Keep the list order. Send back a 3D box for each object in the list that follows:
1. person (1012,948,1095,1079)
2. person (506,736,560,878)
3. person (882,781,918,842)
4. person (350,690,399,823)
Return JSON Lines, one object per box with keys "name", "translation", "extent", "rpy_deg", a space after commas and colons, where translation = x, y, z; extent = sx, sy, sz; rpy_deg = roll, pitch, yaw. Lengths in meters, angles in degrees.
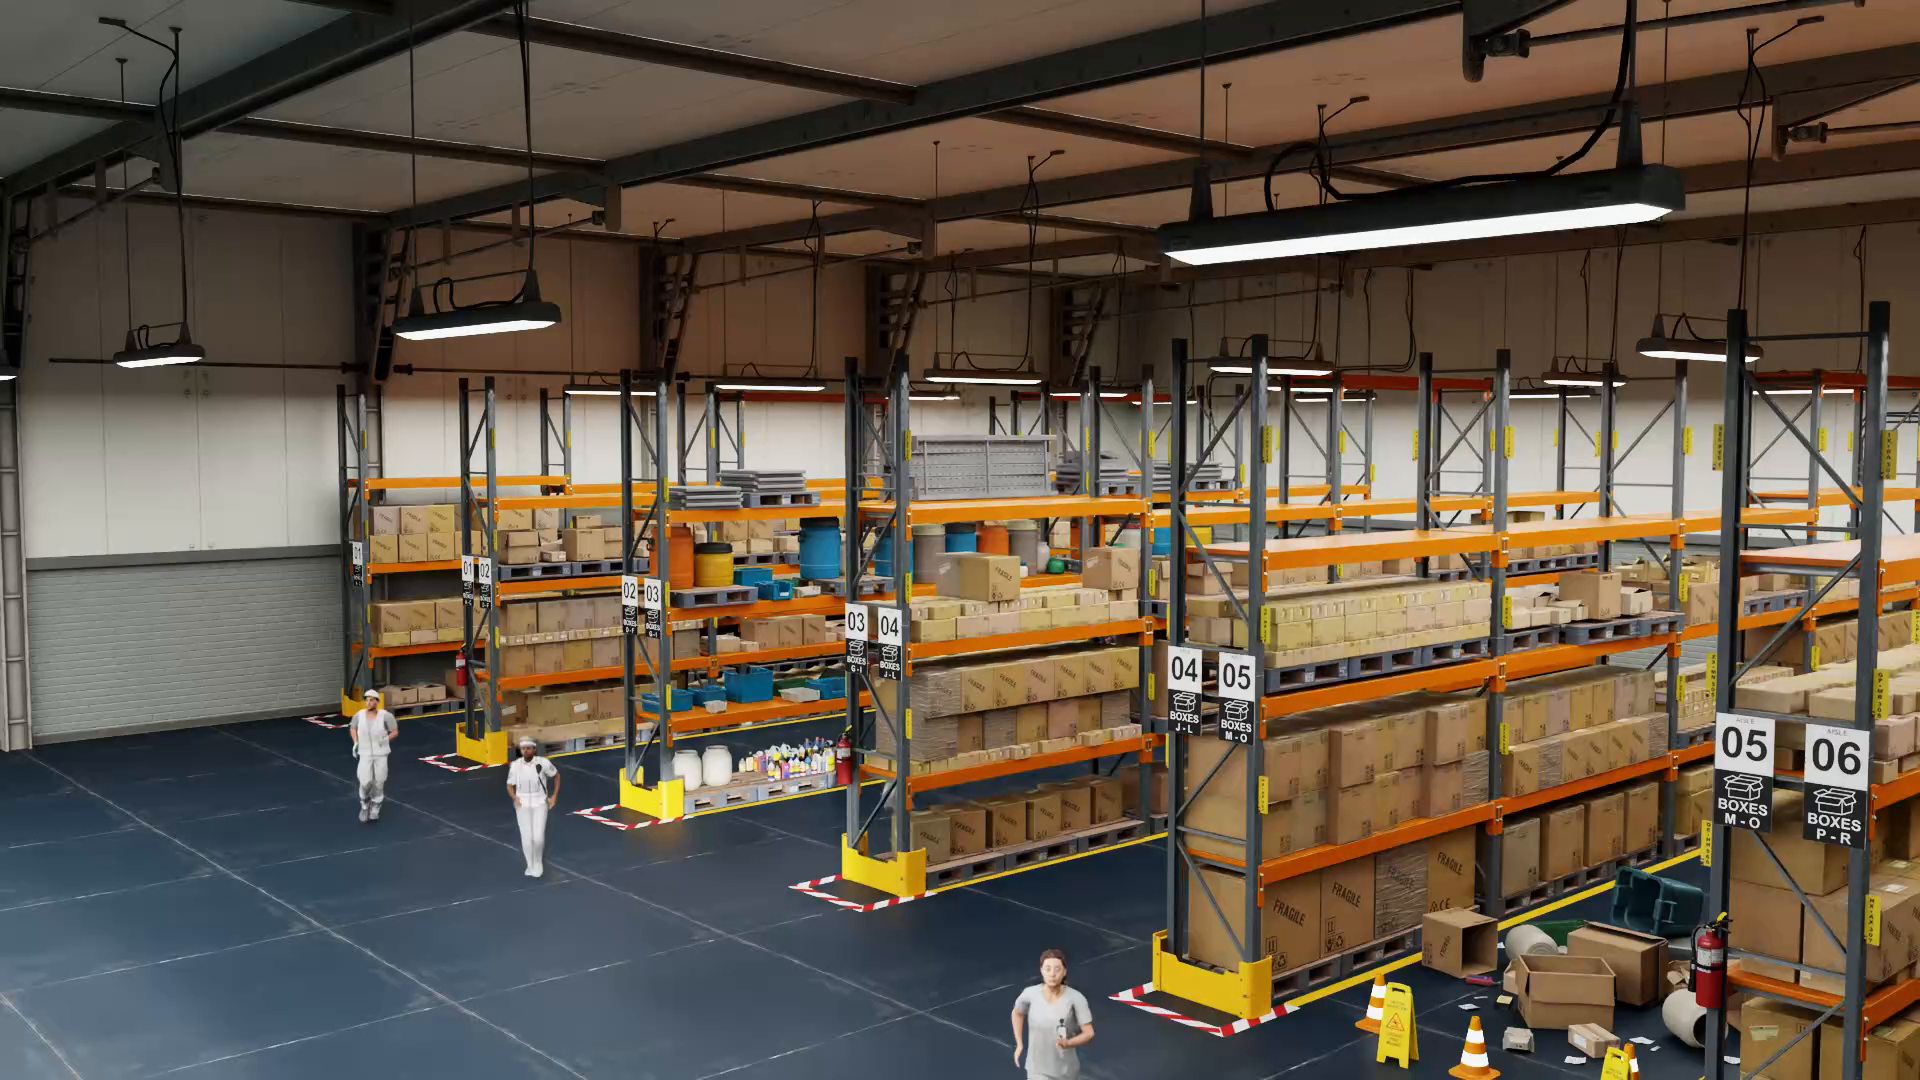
{"name": "person", "translation": [0.623, 3.575, 11.226], "extent": [0.570, 1.646, 0.961], "rpy_deg": [0, 4, 5]}
{"name": "person", "translation": [-4.926, 3.074, 19.159], "extent": [0.589, 1.656, 0.617], "rpy_deg": [0, 4, -6]}
{"name": "person", "translation": [-0.681, 2.922, 20.934], "extent": [0.649, 1.731, 0.595], "rpy_deg": [3, 5, 42]}
{"name": "person", "translation": [-7.700, 2.845, 21.832], "extent": [0.625, 1.762, 0.659], "rpy_deg": [-1, 4, -13]}
